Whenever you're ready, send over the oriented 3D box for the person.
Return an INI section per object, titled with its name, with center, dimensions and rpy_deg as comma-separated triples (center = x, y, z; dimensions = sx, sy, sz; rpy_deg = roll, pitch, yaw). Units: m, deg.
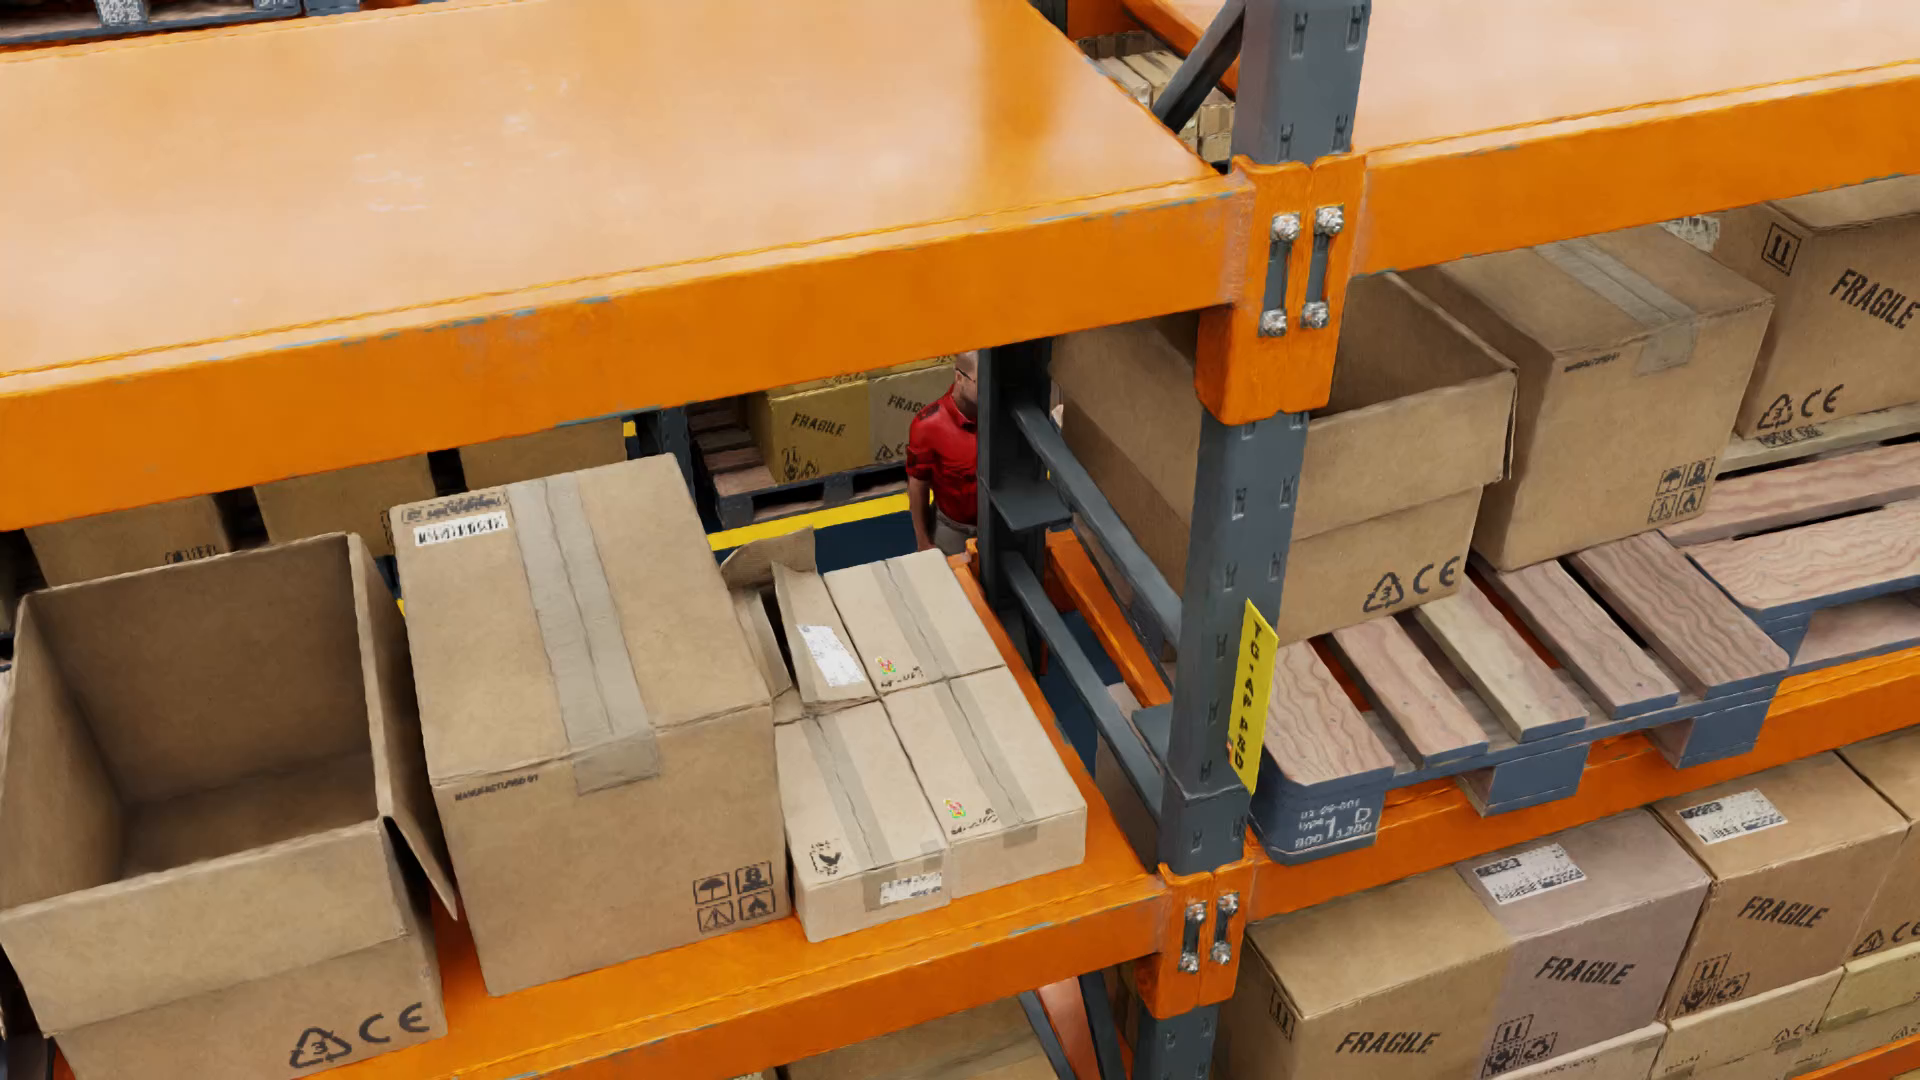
[person]
center = 0.080, -0.031, 6.804
dimensions = 0.570, 1.734, 0.377
rpy_deg = -14, 40, -17
